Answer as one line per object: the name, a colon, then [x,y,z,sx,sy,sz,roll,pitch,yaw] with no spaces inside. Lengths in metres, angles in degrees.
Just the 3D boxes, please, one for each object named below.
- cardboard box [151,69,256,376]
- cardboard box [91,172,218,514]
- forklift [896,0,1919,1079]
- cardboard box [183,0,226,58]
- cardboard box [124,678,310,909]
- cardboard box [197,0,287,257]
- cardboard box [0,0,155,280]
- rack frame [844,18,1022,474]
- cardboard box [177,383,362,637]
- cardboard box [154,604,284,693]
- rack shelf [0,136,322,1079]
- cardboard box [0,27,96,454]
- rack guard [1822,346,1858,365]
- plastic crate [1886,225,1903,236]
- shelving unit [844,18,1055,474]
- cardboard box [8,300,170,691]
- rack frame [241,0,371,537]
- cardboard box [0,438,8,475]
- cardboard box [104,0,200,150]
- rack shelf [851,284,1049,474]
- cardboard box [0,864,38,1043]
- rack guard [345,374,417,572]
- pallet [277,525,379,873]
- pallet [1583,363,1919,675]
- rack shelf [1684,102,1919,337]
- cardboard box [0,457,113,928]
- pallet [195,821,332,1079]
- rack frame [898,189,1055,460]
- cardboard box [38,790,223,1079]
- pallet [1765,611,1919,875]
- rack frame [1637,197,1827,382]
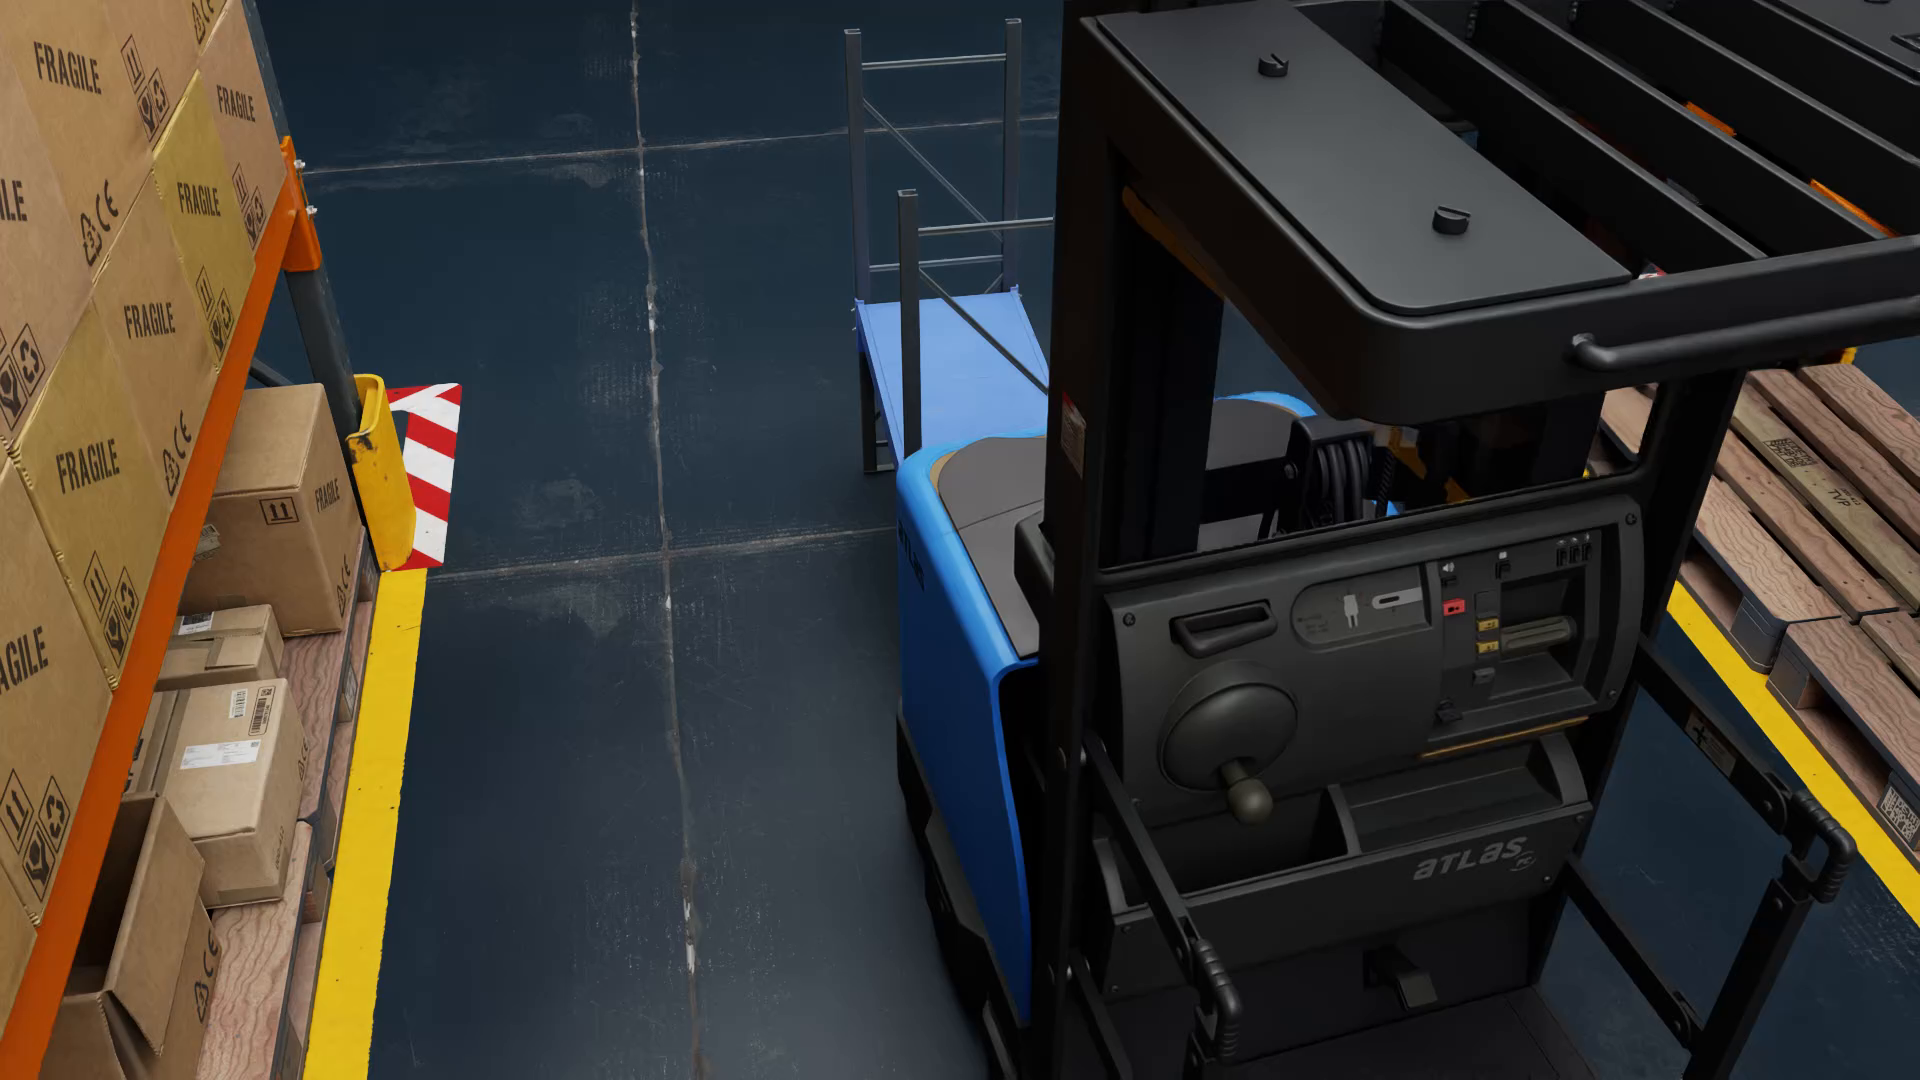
cardboard box: [-1.880,-0.669,3.584,0.500,0.500,0.500,-6,38,-8]
cardboard box: [-1.798,-0.367,3.196,0.500,0.500,0.500,-6,38,-8]
forklift: [0.749,0.265,2.519,1.130,2.935,3.031,-10,39,-13]
cardboard box: [-1.972,-1.379,3.683,0.500,0.500,0.500,-7,38,-8]
cardboard box: [-1.846,0.608,3.906,0.500,0.250,0.500,-6,38,-8]
cardboard box: [-1.974,-0.982,3.987,0.500,0.500,0.500,-5,38,-7]
cardboard box: [-1.787,-0.761,2.888,0.500,0.500,0.500,-5,38,-7]
rack frame: [-0.074,-0.848,5.119,0.500,1.500,0.032,-6,38,-8]
cardboard box: [-1.983,-0.068,4.572,0.500,0.500,0.500,-6,38,-8]
cardboard box: [-2.000,0.318,4.347,0.380,0.166,0.250,-6,38,-8]
rack shelf: [-1.970,0.309,2.994,1.077,0.370,4.000,-6,38,-8]
cardboard box: [-1.697,-0.451,2.489,0.500,0.500,0.500,-5,38,-7]
rack guard: [2.540,-0.740,5.795,1.175,0.500,0.348,-6,38,-8]
plastic crate: [2.370,-0.837,4.048,0.250,0.136,0.298,-6,38,-8]
shelving unit: [0.015,-0.541,4.724,0.538,1.500,1.048,-6,38,-8]
cardboard box: [-1.709,-0.062,2.804,0.500,0.500,0.500,-7,38,-9]
rack frame: [-2.321,-1.184,4.328,1.000,3.000,0.127,-6,38,-8]
cardboard box: [-1.605,-0.139,2.087,0.500,0.500,0.500,-7,38,-9]
cardboard box: [-1.882,-1.074,3.290,0.500,0.500,0.500,-5,38,-7]
rack shelf: [0.015,-0.399,4.834,0.538,0.185,1.000,-6,38,-8]
cardboard box: [-1.533,0.547,2.020,0.500,0.500,0.500,-6,38,-7]
rack guard: [-2.307,-0.150,5.036,1.175,0.500,0.348,-6,38,-8]
pallet: [-2.166,0.445,4.505,1.003,0.211,1.213,-6,38,-8]
pallet: [2.663,-0.111,5.220,1.003,0.211,1.213,-6,38,-8]
rack shelf: [2.907,-0.222,3.677,1.077,0.370,4.000,-6,38,-8]
cardboard box: [-1.619,0.245,2.409,0.500,0.500,0.500,-6,38,-8]
pallet: [-1.956,1.180,3.559,1.003,0.211,1.213,-6,38,-8]
rack frame: [0.104,-0.234,4.328,0.500,1.500,0.032,-6,38,-8]
cardboard box: [-1.954,0.910,3.309,0.797,0.503,0.637,-6,38,-8]
pallet: [2.874,0.625,4.274,1.003,0.211,1.213,-6,38,-8]
rack frame: [2.557,-1.714,5.011,1.000,3.000,0.127,-6,38,-8]
